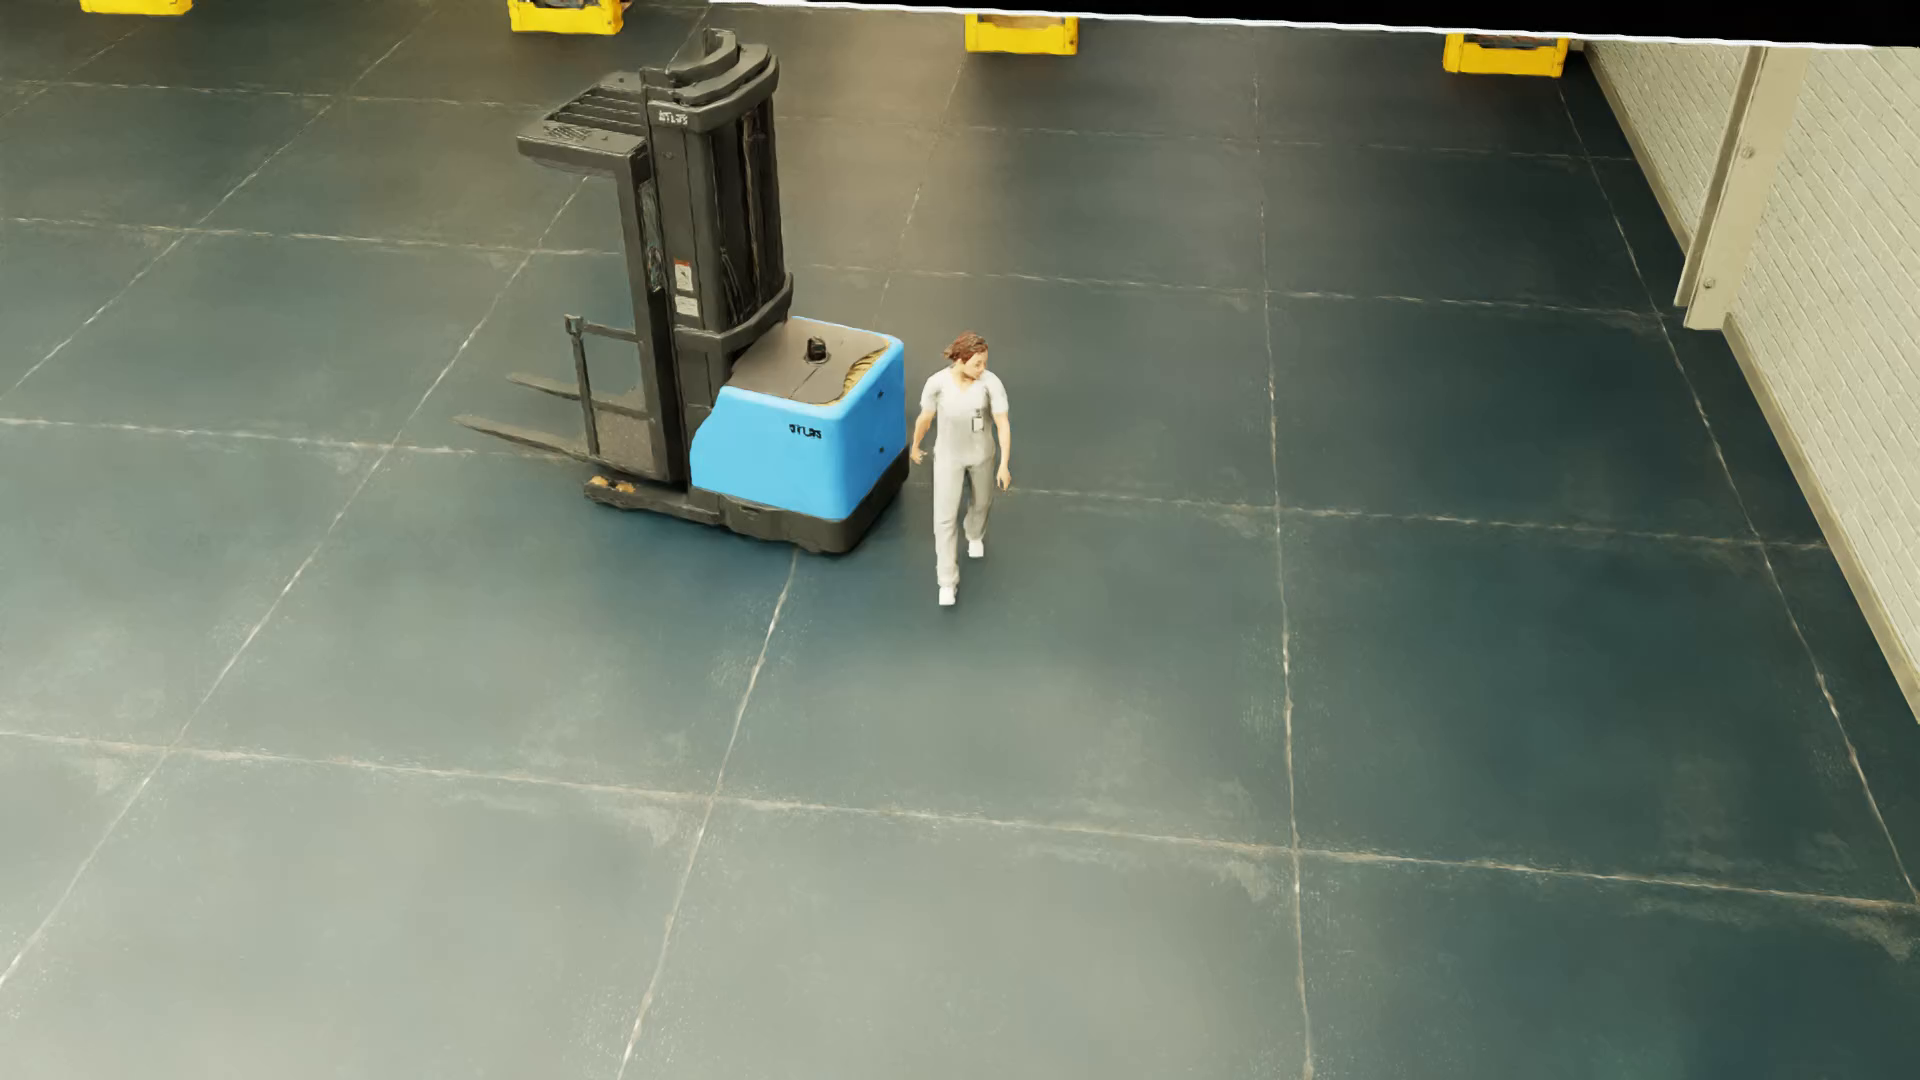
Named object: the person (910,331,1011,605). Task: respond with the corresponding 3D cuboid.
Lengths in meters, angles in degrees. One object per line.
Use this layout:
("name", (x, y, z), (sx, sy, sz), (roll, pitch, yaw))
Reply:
("person", (0.004, -0.449, 9.743), (0.573, 1.629, 0.871), (-3, 36, -4))

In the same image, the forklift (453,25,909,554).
("forklift", (-1.904, -1.655, 10.275), (3.031, 2.935, 1.130), (14, 39, 18))
